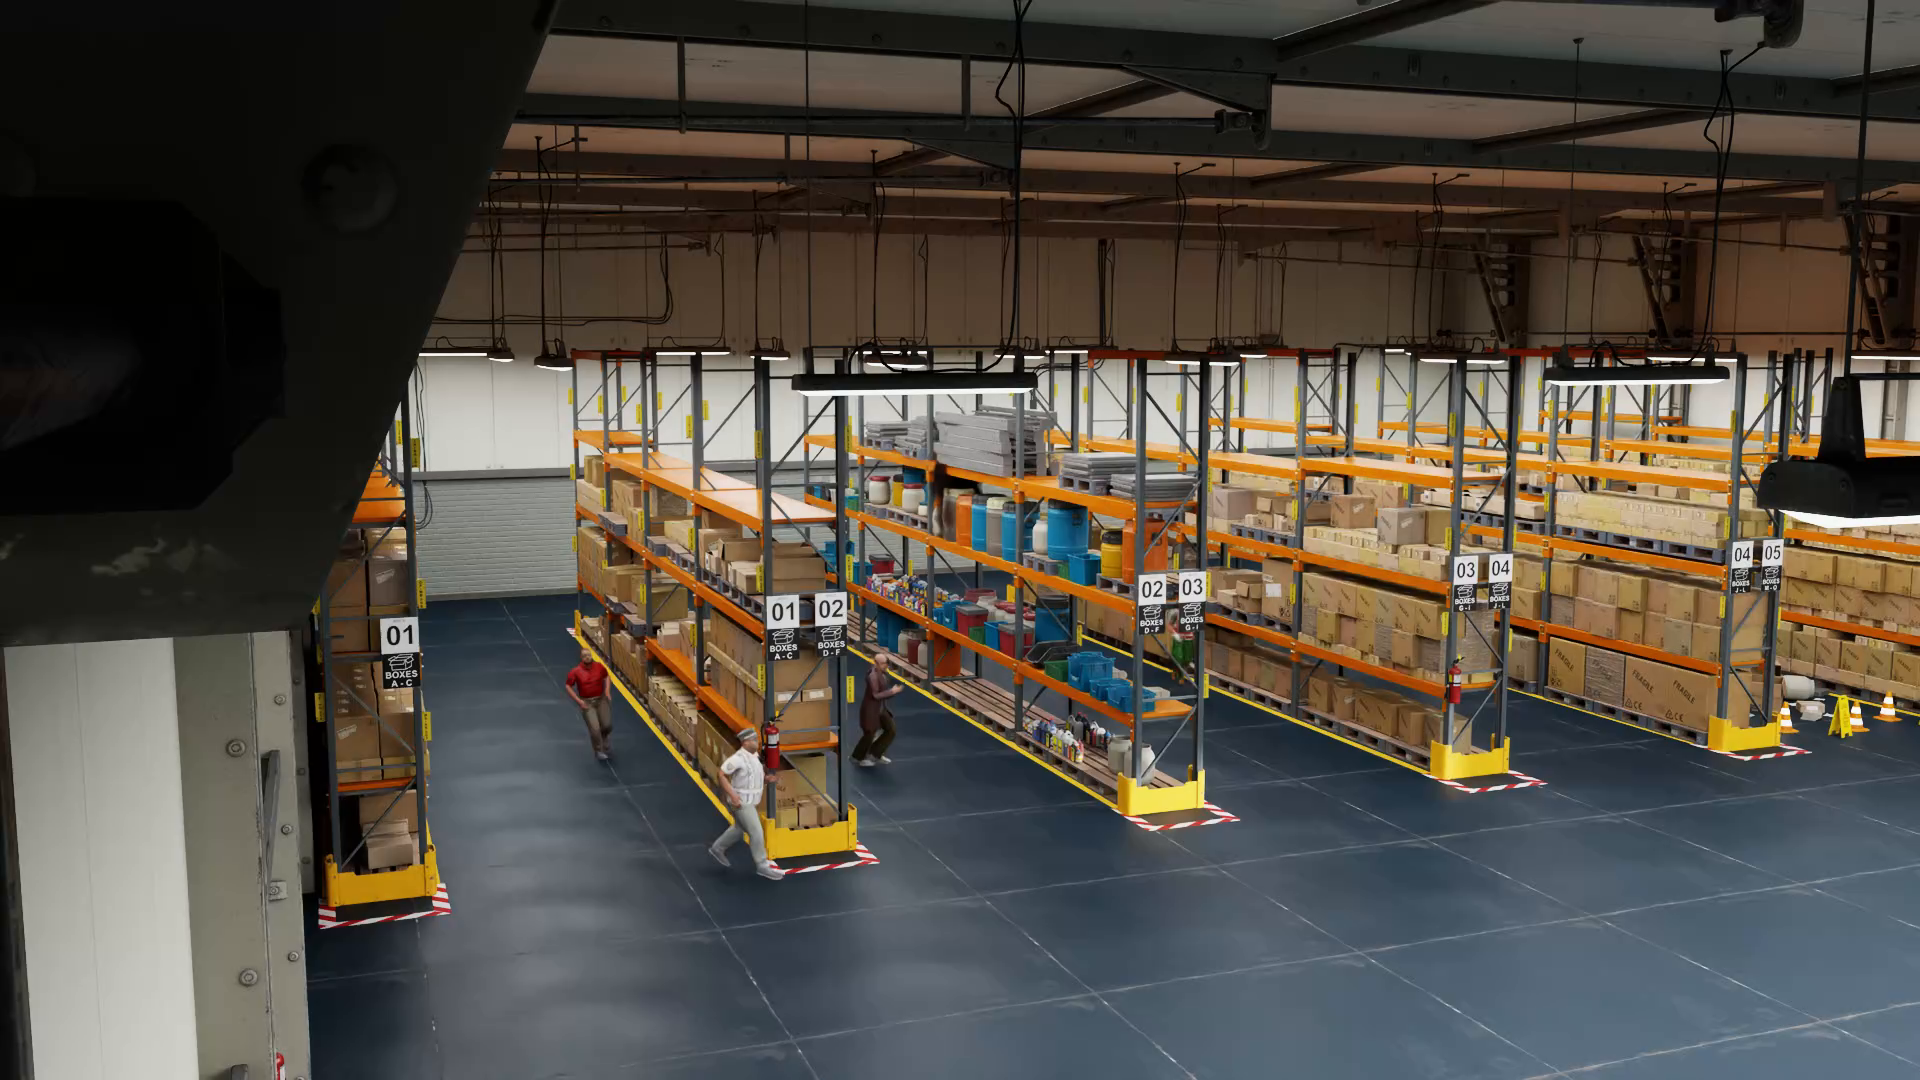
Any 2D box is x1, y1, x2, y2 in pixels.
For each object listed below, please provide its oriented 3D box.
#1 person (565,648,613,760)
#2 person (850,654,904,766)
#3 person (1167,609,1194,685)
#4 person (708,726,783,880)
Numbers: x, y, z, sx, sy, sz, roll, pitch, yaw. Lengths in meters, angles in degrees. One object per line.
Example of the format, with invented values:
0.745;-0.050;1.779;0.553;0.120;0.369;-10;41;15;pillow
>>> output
-5.524;2.430;24.772;0.708;1.674;0.514;-4;8;-27;person
-1.232;2.497;24.100;0.934;1.743;0.652;3;8;24;person
3.868;1.705;28.585;0.676;1.608;0.858;-1;7;-11;person
-2.517;3.037;19.358;0.974;1.775;0.680;2;7;14;person
